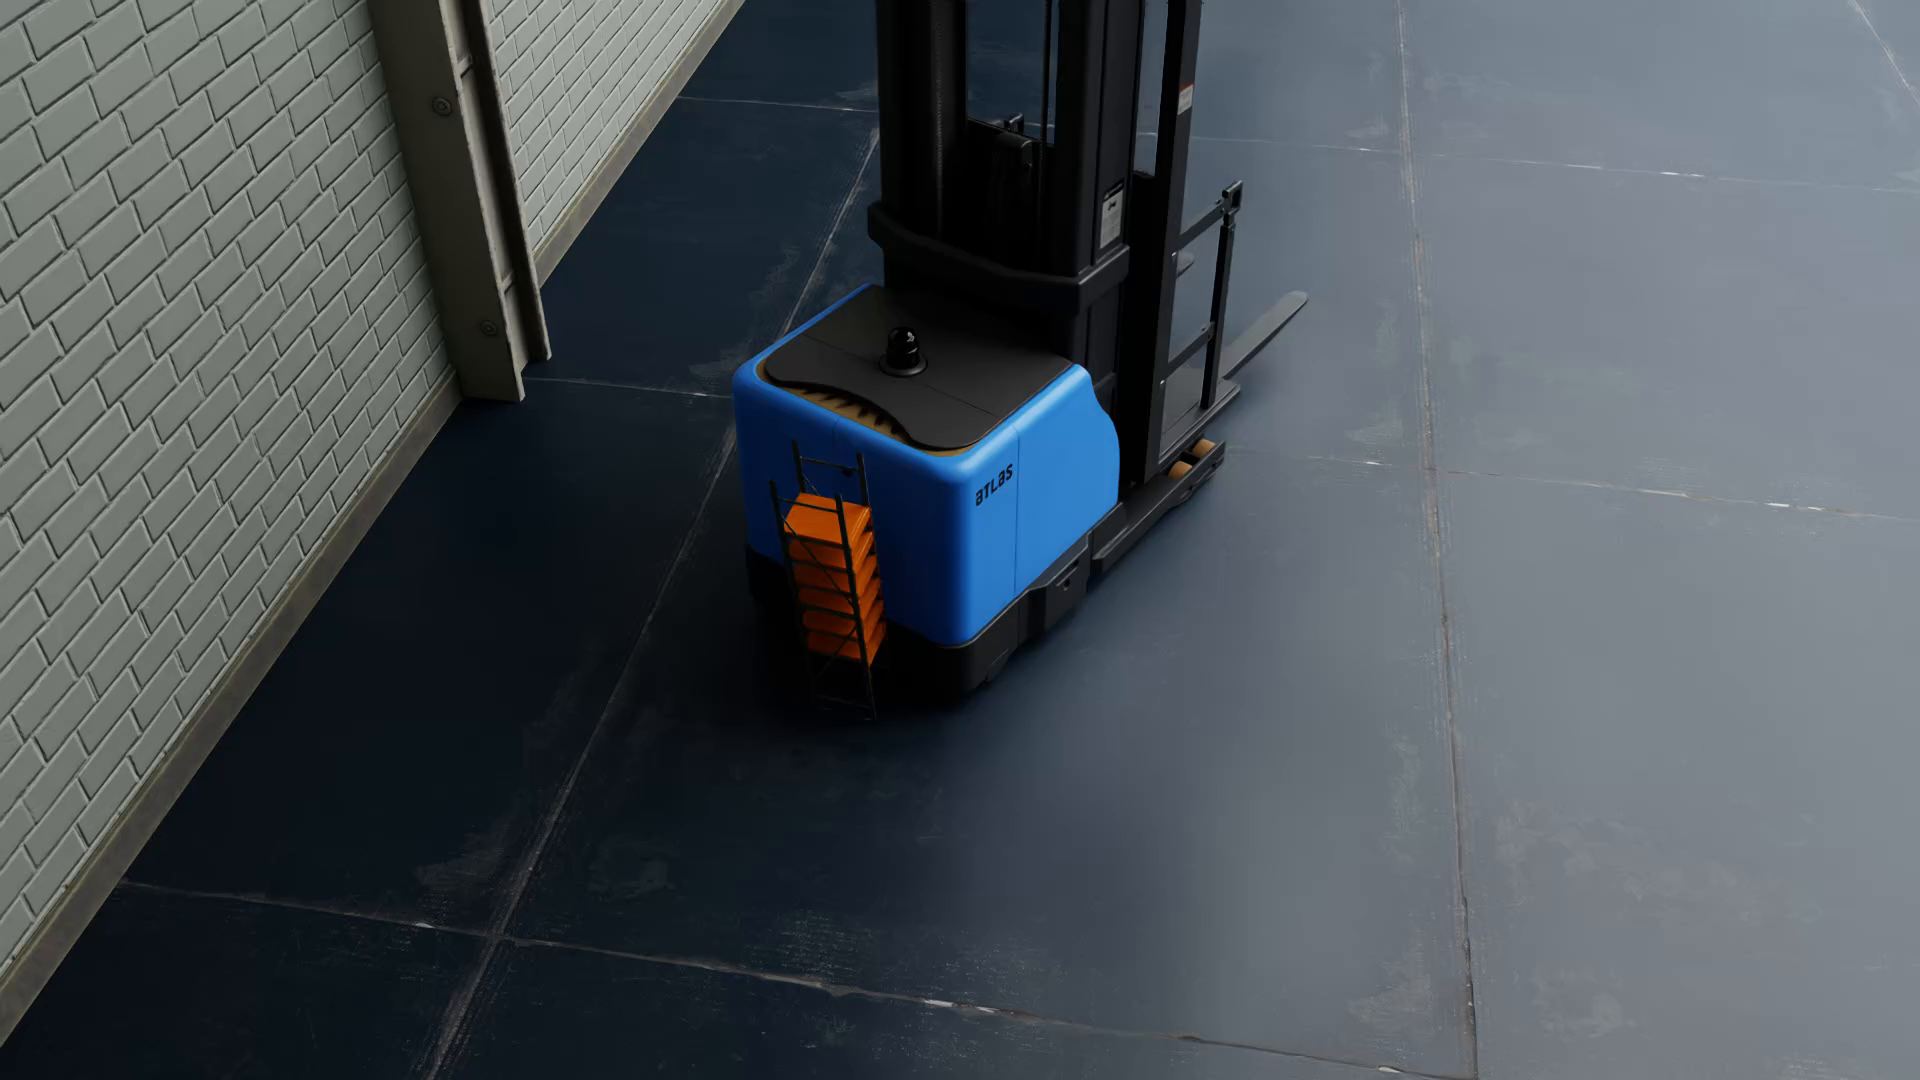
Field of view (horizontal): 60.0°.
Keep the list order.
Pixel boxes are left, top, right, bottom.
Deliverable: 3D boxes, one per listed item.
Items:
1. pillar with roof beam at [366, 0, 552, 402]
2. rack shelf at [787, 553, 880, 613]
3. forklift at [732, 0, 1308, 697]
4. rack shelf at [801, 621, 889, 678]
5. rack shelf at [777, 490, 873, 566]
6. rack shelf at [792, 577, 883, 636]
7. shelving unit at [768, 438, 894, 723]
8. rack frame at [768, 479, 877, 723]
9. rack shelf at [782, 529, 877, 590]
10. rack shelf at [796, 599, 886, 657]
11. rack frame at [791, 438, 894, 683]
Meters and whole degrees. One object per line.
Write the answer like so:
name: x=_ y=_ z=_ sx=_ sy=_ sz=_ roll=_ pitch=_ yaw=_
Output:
pillar with roof beam: x=2.140 y=-3.758 z=4.233 sx=9.100 sy=9.000 sz=0.400 roll=6 pitch=40 yaw=8
rack shelf: x=-0.419 y=0.118 z=5.536 sx=0.258 sy=0.103 sz=0.180 roll=12 pitch=51 yaw=14
forklift: x=0.466 y=-1.458 z=6.213 sx=1.130 sy=2.935 sz=3.031 roll=25 pitch=46 yaw=27
rack shelf: x=-0.399 y=0.355 z=5.806 sx=0.258 sy=0.103 sz=0.180 roll=12 pitch=51 yaw=14
rack shelf: x=-0.432 y=-0.040 z=5.356 sx=0.258 sy=0.103 sz=0.180 roll=12 pitch=51 yaw=14
rack shelf: x=-0.412 y=0.197 z=5.626 sx=0.258 sy=0.103 sz=0.180 roll=12 pitch=51 yaw=14
shelving unit: x=-0.415 y=0.168 z=5.593 sx=0.258 sy=1.200 sz=0.189 roll=12 pitch=51 yaw=14
rack frame: x=-0.444 y=0.234 z=5.537 sx=0.240 sy=1.200 sz=0.006 roll=12 pitch=51 yaw=14
rack shelf: x=-0.425 y=0.039 z=5.446 sx=0.258 sy=0.103 sz=0.180 roll=12 pitch=51 yaw=14
rack shelf: x=-0.406 y=0.276 z=5.716 sx=0.258 sy=0.103 sz=0.180 roll=12 pitch=51 yaw=14
rack frame: x=-0.386 y=0.102 z=5.649 sx=0.240 sy=1.200 sz=0.006 roll=12 pitch=51 yaw=14
